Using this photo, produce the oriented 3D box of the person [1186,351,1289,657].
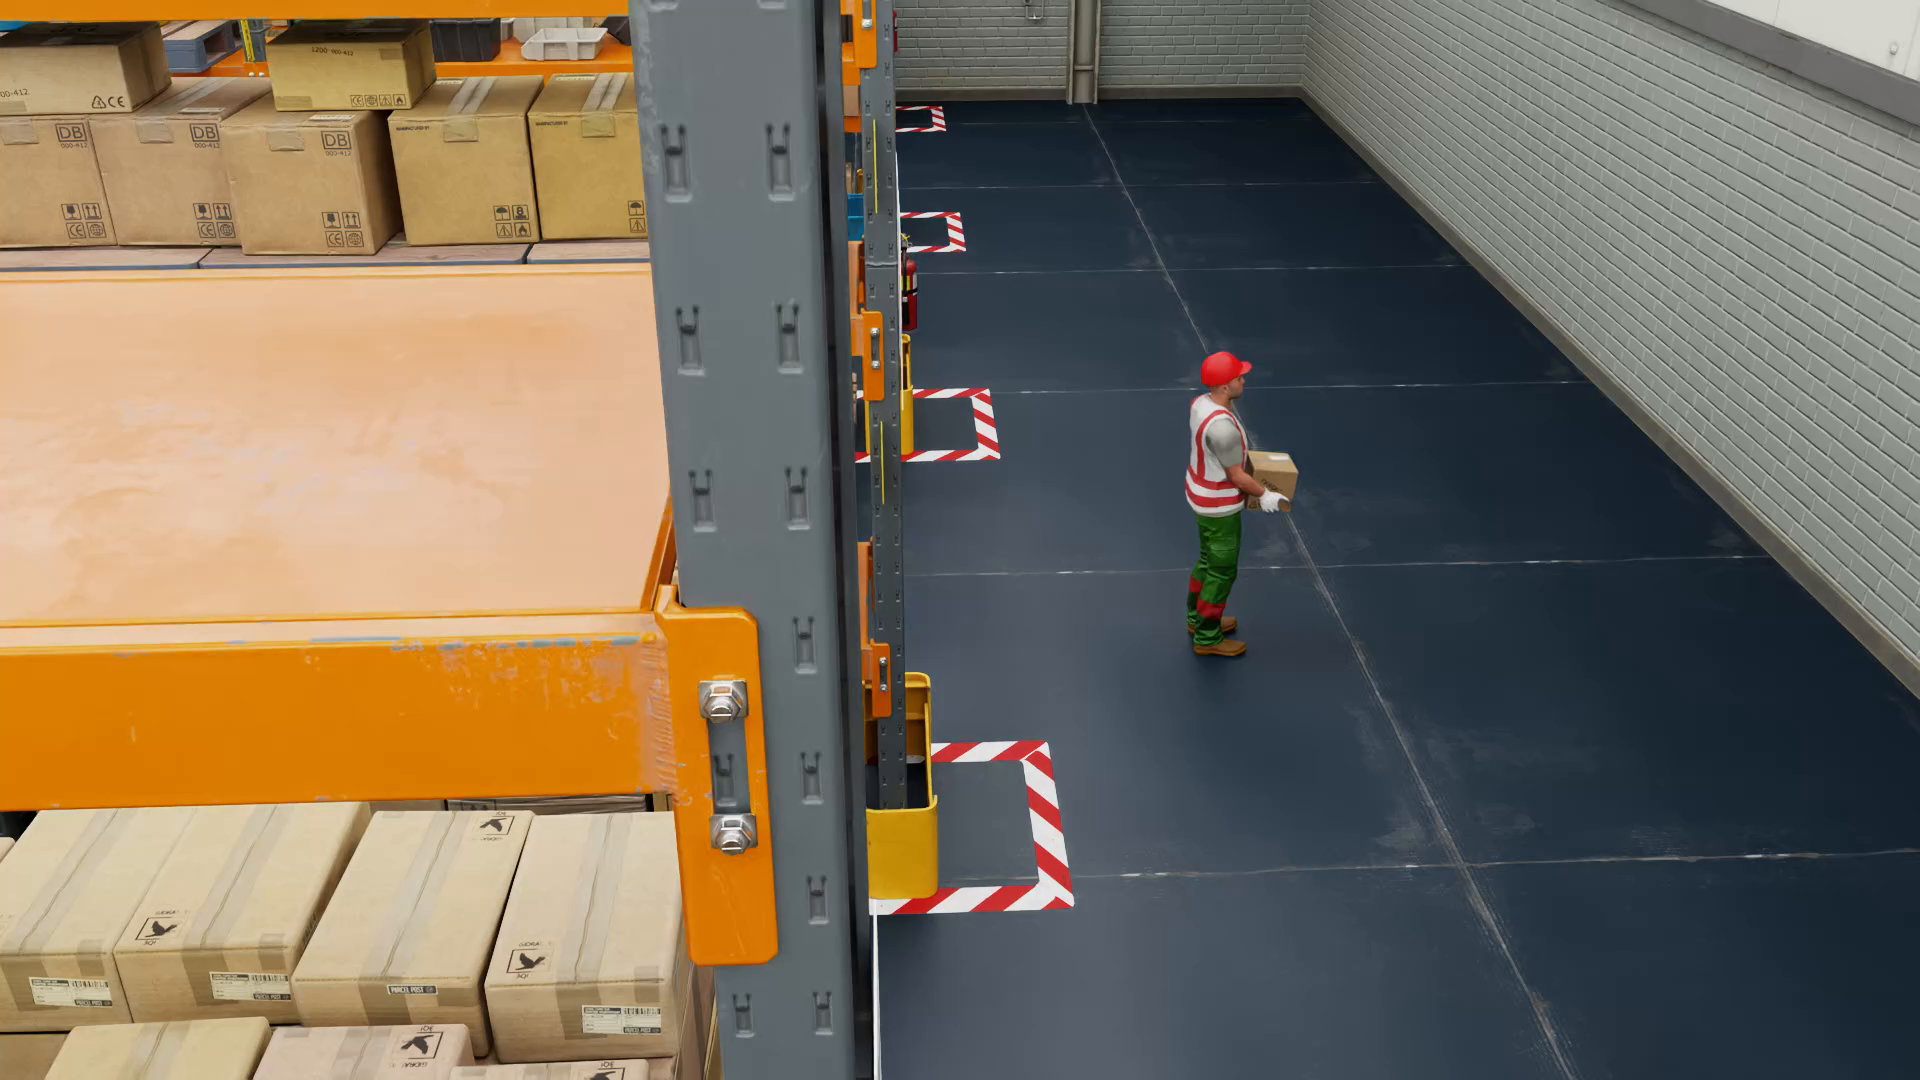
[{"bbox_3d":[1.543,-0.214,9.363,0.547,1.793,0.519,-2,27,-3],"label":"person"}]
